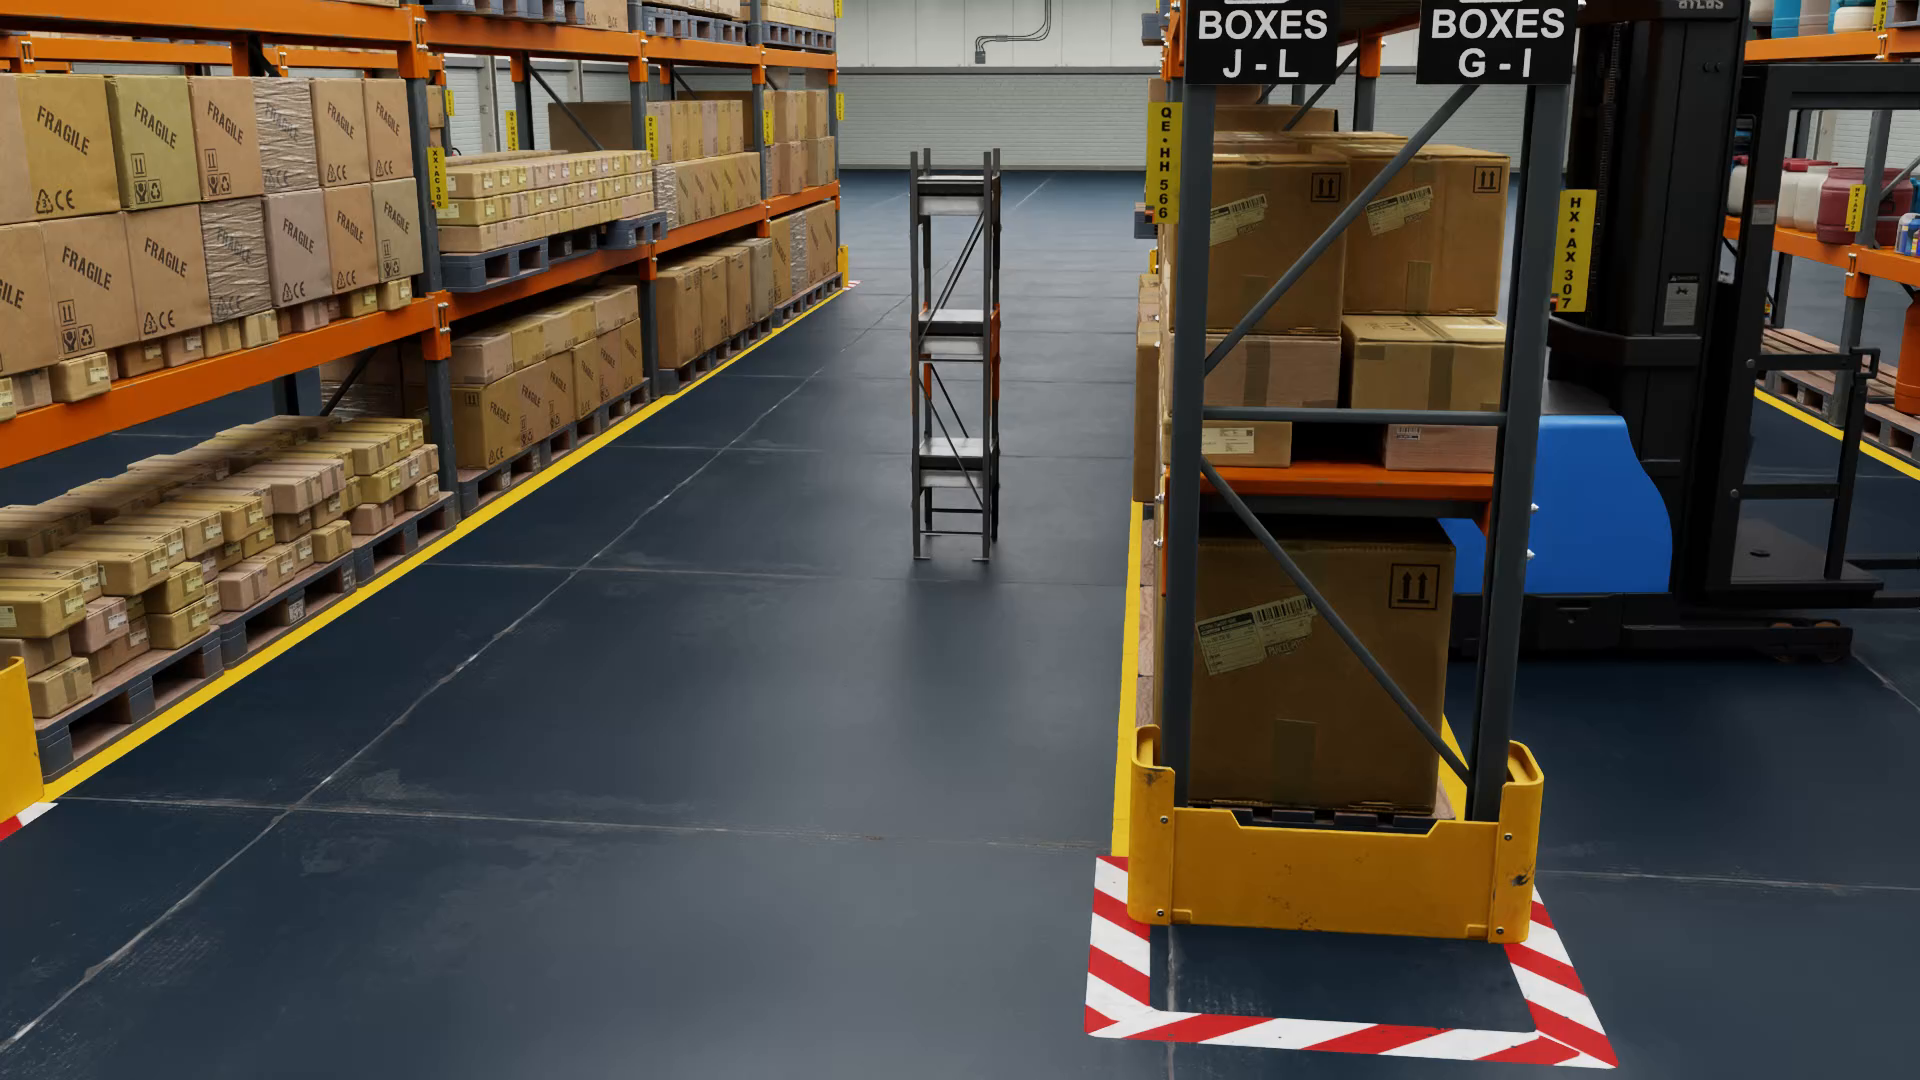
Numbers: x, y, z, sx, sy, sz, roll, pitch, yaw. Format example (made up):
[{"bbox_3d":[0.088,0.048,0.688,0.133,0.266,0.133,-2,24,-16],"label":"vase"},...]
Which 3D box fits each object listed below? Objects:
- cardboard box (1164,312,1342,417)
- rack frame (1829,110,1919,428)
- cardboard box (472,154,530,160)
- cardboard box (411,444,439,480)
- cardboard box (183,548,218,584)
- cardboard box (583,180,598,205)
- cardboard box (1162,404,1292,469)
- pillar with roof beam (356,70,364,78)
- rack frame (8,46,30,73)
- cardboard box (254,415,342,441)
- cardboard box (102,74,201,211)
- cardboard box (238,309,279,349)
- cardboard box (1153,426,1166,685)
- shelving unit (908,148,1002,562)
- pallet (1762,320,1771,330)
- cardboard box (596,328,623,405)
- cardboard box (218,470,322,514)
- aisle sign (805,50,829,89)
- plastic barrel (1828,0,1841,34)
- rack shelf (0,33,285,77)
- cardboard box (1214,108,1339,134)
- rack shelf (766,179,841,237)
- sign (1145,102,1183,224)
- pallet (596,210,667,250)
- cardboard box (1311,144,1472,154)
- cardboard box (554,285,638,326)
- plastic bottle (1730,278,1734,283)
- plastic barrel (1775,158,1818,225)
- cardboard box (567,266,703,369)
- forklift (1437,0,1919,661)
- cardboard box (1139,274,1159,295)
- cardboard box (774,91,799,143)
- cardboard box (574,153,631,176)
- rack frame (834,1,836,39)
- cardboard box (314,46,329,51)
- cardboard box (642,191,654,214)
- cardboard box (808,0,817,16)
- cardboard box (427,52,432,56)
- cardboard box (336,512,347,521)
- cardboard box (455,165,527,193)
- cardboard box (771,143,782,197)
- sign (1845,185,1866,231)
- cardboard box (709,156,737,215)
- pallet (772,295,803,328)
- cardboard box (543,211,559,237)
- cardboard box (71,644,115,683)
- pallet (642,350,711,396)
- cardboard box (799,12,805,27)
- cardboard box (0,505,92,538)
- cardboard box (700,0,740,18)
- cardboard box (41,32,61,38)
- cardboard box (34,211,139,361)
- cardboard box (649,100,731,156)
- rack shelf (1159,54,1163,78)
[{"bbox_3d":[0.891,-0.546,5.153,0.500,0.250,0.500,1,15,5],"label":"cardboard box"},{"bbox_3d":[6.925,-2.270,11.812,1.000,3.000,0.127,2,15,6],"label":"rack frame"},{"bbox_3d":[-3.249,-2.641,11.720,0.380,0.149,0.250,1,15,4],"label":"cardboard box"},{"bbox_3d":[-3.085,-0.430,9.094,0.380,0.149,0.250,2,15,7],"label":"cardboard box"},{"bbox_3d":[-3.403,0.117,7.068,0.380,0.149,0.250,1,15,4],"label":"cardboard box"},{"bbox_3d":[-2.660,-2.337,11.167,0.380,0.149,0.250,2,15,8],"label":"cardboard box"},{"bbox_3d":[0.813,-0.322,5.088,0.380,0.149,0.250,2,15,7],"label":"cardboard box"},{"bbox_3d":[-7.216,-10.656,31.330,9.100,9.000,0.400,2,15,6],"label":"pillar with roof beam"},{"bbox_3d":[-7.844,-2.708,13.431,1.000,3.000,0.127,2,15,6],"label":"rack frame"},{"bbox_3d":[-3.610,-0.582,9.084,0.380,0.149,0.250,2,15,9],"label":"cardboard box"},{"bbox_3d":[-3.370,-1.562,6.516,0.500,0.500,0.500,1,15,5],"label":"cardboard box"},{"bbox_3d":[-3.270,-0.941,7.378,0.380,0.149,0.250,2,15,7],"label":"cardboard box"},{"bbox_3d":[1.196,0.077,6.396,0.875,0.875,0.875,2,15,6],"label":"cardboard box"},{"bbox_3d":[-0.019,-0.971,8.729,0.431,2.100,0.503,2,15,6],"label":"shelving unit"},{"bbox_3d":[7.493,-2.135,16.652,1.003,0.211,1.213,2,15,6],"label":"pallet"},{"bbox_3d":[-2.791,-1.272,12.103,0.500,0.500,0.500,2,15,9],"label":"cardboard box"},{"bbox_3d":[-3.221,-0.224,7.763,0.380,0.149,0.250,1,15,4],"label":"cardboard box"},{"bbox_3d":[-1.705,-5.928,20.358,0.394,0.787,0.004,2,15,6],"label":"aisle sign"},{"bbox_3d":[7.387,-4.520,13.425,0.600,0.901,0.708,2,15,6],"label":"plastic barrel"},{"bbox_3d":[-7.618,-4.328,15.052,1.077,0.370,4.000,2,15,6],"label":"rack shelf"},{"bbox_3d":[1.616,-2.077,8.984,0.797,0.503,0.637,1,15,5],"label":"cardboard box"},{"bbox_3d":[-2.237,-3.797,18.837,1.077,0.370,4.000,2,15,6],"label":"rack shelf"},{"bbox_3d":[0.563,-1.034,4.568,0.100,0.325,0.005,2,15,6],"label":"sign"},{"bbox_3d":[-2.888,-2.308,12.318,1.213,0.211,1.003,2,15,6],"label":"pallet"},{"bbox_3d":[1.532,-1.155,5.969,0.500,0.500,0.500,1,15,5],"label":"cardboard box"},{"bbox_3d":[-2.730,-1.762,12.478,0.500,0.250,0.500,1,15,5],"label":"cardboard box"},{"bbox_3d":[7.736,-2.443,16.682,0.144,0.351,0.185,2,15,6],"label":"plastic bottle"},{"bbox_3d":[6.967,-2.941,14.033,0.433,0.535,0.433,0,15,0],"label":"plastic barrel"},{"bbox_3d":[-2.756,-1.861,13.802,1.050,0.750,0.750,1,15,5],"label":"cardboard box"},{"bbox_3d":[3.478,-1.027,7.345,3.031,2.935,1.130,0,15,-2],"label":"forklift"},{"bbox_3d":[1.905,-1.415,11.914,1.225,0.875,0.875,1,15,4],"label":"cardboard box"},{"bbox_3d":[-2.242,-4.596,18.058,0.875,0.550,0.550,2,15,6],"label":"cardboard box"},{"bbox_3d":[-2.574,-2.684,11.877,0.380,0.149,0.250,2,15,8],"label":"cardboard box"},{"bbox_3d":[-2.011,-7.559,19.879,1.000,3.000,0.127,2,15,6],"label":"rack frame"},{"bbox_3d":[-7.042,-5.343,17.912,0.380,0.149,0.250,2,15,8],"label":"cardboard box"},{"bbox_3d":[-2.513,-2.529,12.443,0.380,0.149,0.250,2,15,7],"label":"cardboard box"},{"bbox_3d":[-1.903,-6.039,18.722,0.500,0.250,0.500,2,15,6],"label":"cardboard box"},{"bbox_3d":[-6.703,-6.009,20.373,0.380,0.149,0.250,2,15,7],"label":"cardboard box"},{"bbox_3d":[-3.299,-0.066,8.316,0.380,0.149,0.250,1,15,5],"label":"cardboard box"},{"bbox_3d":[-2.807,-2.147,9.894,0.380,0.149,0.250,2,15,7],"label":"cardboard box"},{"bbox_3d":[-2.393,-3.938,17.691,0.875,0.550,0.550,2,15,6],"label":"cardboard box"},{"bbox_3d":[6.377,-2.364,11.844,0.100,0.325,0.005,2,15,6],"label":"sign"},{"bbox_3d":[-2.370,-3.269,15.313,0.500,0.500,0.500,2,15,7],"label":"cardboard box"},{"bbox_3d":[-2.299,-2.475,17.910,1.003,0.211,1.213,2,15,6],"label":"pallet"},{"bbox_3d":[-2.748,-1.989,10.448,0.380,0.149,0.250,1,15,4],"label":"cardboard box"},{"bbox_3d":[-3.491,0.463,6.360,0.380,0.149,0.250,2,15,6],"label":"cardboard box"},{"bbox_3d":[-2.750,-1.445,14.101,1.003,0.211,1.213,2,15,6],"label":"pallet"},{"bbox_3d":[-1.912,-5.683,18.170,0.380,0.149,0.250,2,15,7],"label":"cardboard box"},{"bbox_3d":[-3.953,-0.043,7.092,0.380,0.149,0.250,2,15,8],"label":"cardboard box"},{"bbox_3d":[-2.383,-5.065,15.690,0.500,0.250,0.500,2,15,7],"label":"cardboard box"},{"bbox_3d":[-7.610,-4.234,13.585,0.396,0.266,0.258,2,15,6],"label":"cardboard box"},{"bbox_3d":[-3.456,-0.953,6.180,0.500,0.500,0.500,2,15,6],"label":"cardboard box"},{"bbox_3d":[-2.569,-3.895,15.711,0.700,0.500,0.500,1,15,5],"label":"cardboard box"},{"bbox_3d":[2.680,-5.073,17.809,1.077,0.370,4.000,2,15,6],"label":"rack shelf"}]
